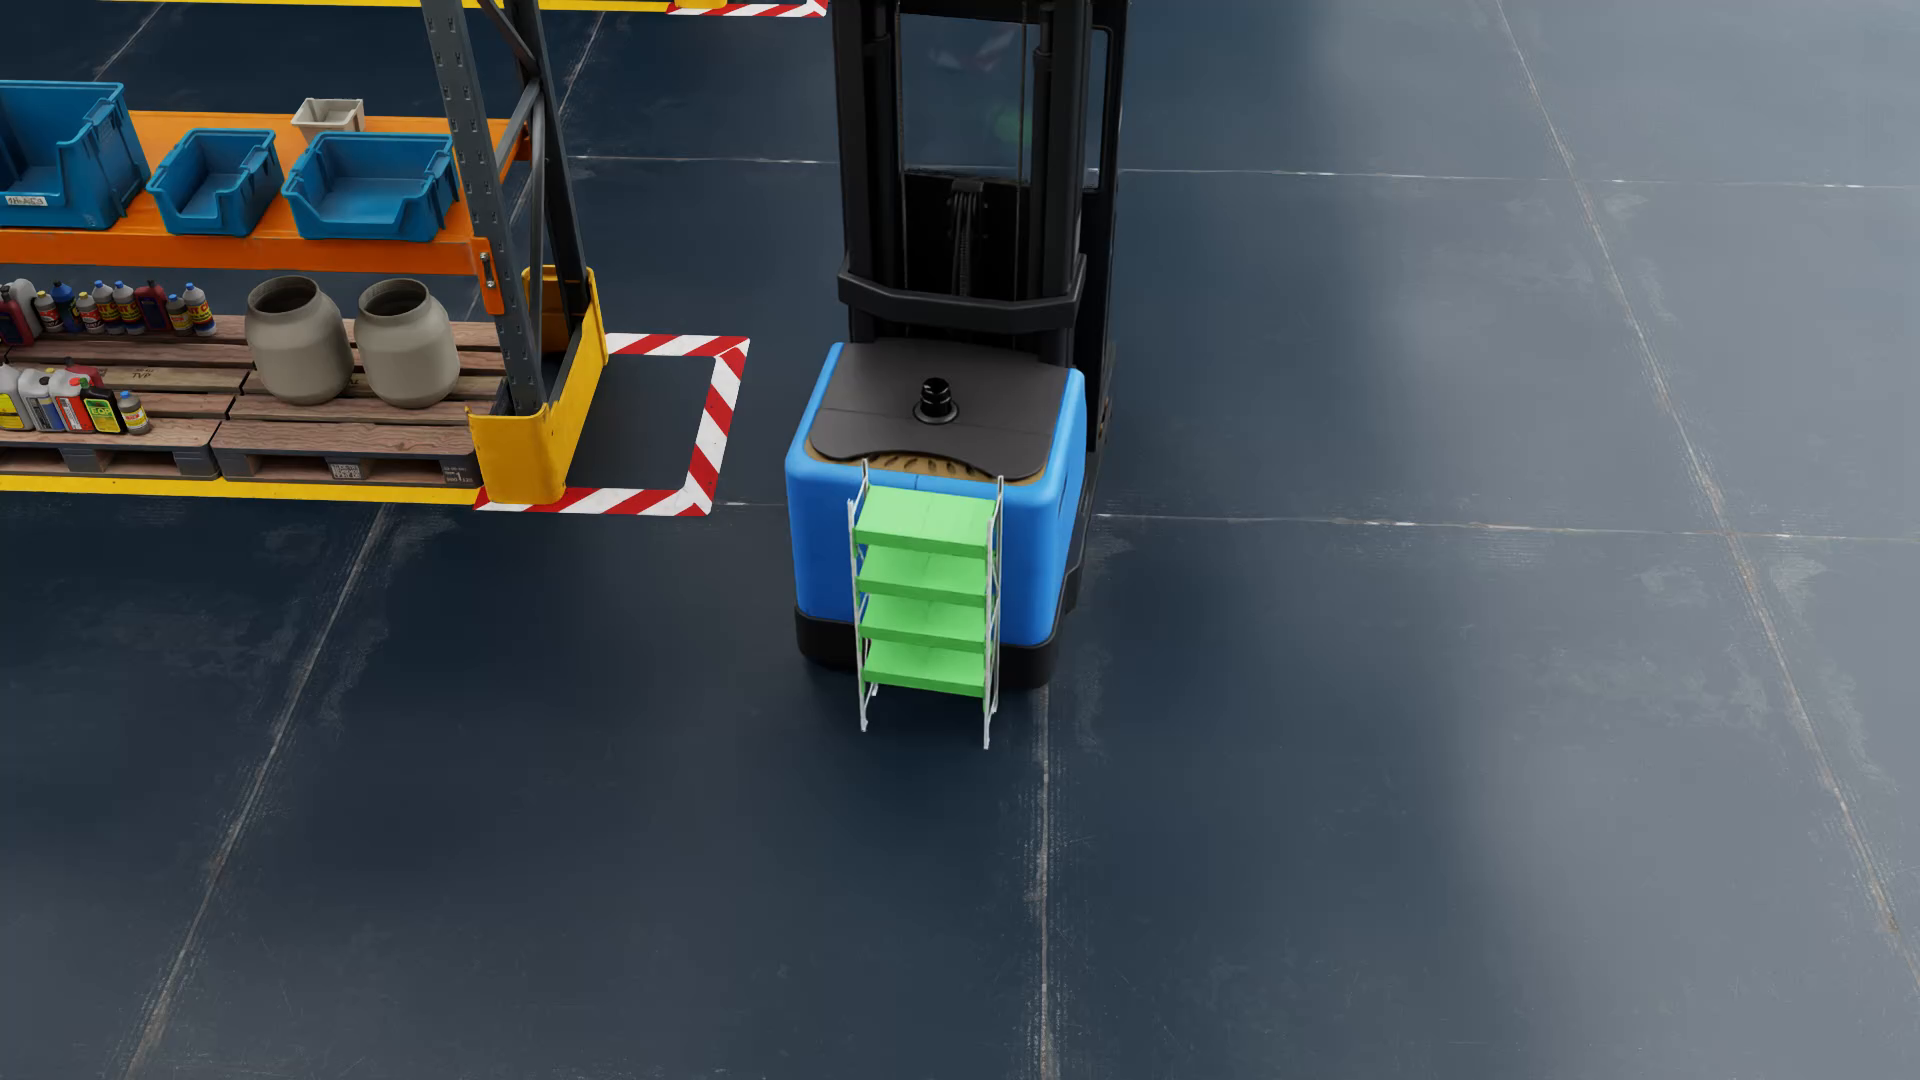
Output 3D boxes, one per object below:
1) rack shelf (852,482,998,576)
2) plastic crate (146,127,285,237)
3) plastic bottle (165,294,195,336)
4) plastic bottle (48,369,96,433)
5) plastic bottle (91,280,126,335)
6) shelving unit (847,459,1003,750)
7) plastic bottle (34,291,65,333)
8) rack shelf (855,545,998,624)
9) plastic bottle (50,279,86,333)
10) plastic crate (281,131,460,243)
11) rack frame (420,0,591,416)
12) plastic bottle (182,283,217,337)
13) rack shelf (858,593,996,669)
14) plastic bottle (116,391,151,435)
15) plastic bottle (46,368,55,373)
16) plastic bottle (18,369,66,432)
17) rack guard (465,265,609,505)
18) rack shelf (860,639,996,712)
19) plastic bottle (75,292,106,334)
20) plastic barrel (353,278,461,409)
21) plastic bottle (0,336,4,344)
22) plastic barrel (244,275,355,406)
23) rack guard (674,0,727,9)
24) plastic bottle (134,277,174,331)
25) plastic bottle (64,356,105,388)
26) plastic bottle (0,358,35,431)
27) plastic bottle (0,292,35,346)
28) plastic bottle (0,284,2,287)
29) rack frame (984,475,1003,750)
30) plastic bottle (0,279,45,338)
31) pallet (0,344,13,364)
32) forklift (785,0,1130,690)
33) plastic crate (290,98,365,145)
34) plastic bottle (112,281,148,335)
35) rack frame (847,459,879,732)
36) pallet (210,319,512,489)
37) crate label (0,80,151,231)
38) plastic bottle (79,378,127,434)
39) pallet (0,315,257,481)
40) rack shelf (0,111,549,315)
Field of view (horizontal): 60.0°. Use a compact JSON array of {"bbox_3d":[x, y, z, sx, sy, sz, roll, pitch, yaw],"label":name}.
[{"bbox_3d":[-0.118,-0.041,5.889,0.480,0.148,0.258,7,43,8],"label":"rack shelf"},{"bbox_3d":[-3.036,-1.468,6.820,0.408,0.251,0.499,2,43,2],"label":"plastic crate"},{"bbox_3d":[-3.775,-1.095,8.041,0.097,0.201,0.097,0,43,0],"label":"plastic bottle"},{"bbox_3d":[-3.979,-0.636,7.493,0.135,0.276,0.152,2,43,2],"label":"plastic bottle"},{"bbox_3d":[-4.114,-1.131,8.028,0.097,0.271,0.097,0,43,0],"label":"plastic bottle"},{"bbox_3d":[-0.118,0.263,6.173,0.503,1.200,0.258,7,43,8],"label":"shelving unit"},{"bbox_3d":[-4.418,-1.115,8.062,0.097,0.201,0.097,0,43,0],"label":"plastic bottle"},{"bbox_3d":[-0.118,0.134,6.053,0.480,0.148,0.258,7,43,8],"label":"rack shelf"},{"bbox_3d":[-4.316,-1.137,8.035,0.097,0.271,0.097,0,43,0],"label":"plastic bottle"},{"bbox_3d":[-2.388,-1.444,6.794,0.616,0.251,0.499,2,43,2],"label":"plastic crate"},{"bbox_3d":[-1.874,-1.687,6.946,0.127,3.000,1.000,2,43,2],"label":"rack frame"},{"bbox_3d":[-3.672,-1.118,8.013,0.097,0.271,0.097,0,43,0],"label":"plastic bottle"},{"bbox_3d":[-0.118,0.310,6.216,0.480,0.148,0.258,7,43,8],"label":"rack shelf"},{"bbox_3d":[-3.729,-0.582,7.490,0.097,0.201,0.097,0,43,0],"label":"plastic bottle"},{"bbox_3d":[-4.131,-0.698,7.614,0.097,0.201,0.097,0,43,0],"label":"plastic bottle"},{"bbox_3d":[-4.118,-0.640,7.497,0.135,0.276,0.152,1,43,1],"label":"plastic bottle"},{"bbox_3d":[-1.952,-0.743,7.766,0.348,0.500,1.175,2,43,2],"label":"rack guard"},{"bbox_3d":[-0.118,0.485,6.380,0.480,0.148,0.258,7,43,8],"label":"rack shelf"},{"bbox_3d":[-4.213,-1.109,8.055,0.097,0.201,0.097,0,43,0],"label":"plastic bottle"},{"bbox_3d":[-2.535,-0.899,7.616,0.421,0.512,0.421,0,43,0],"label":"plastic barrel"},{"bbox_3d":[-4.679,-1.067,7.950,0.133,0.283,0.061,2,43,2],"label":"plastic bottle"},{"bbox_3d":[-3.036,-0.914,7.633,0.421,0.512,0.421,0,43,0],"label":"plastic barrel"},{"bbox_3d":[-1.727,-4.147,11.421,0.348,0.500,1.175,2,43,2],"label":"rack guard"},{"bbox_3d":[-3.897,-1.141,8.030,0.133,0.283,0.061,2,43,3],"label":"plastic bottle"},{"bbox_3d":[-3.975,-0.711,7.568,0.133,0.283,0.061,2,43,2],"label":"plastic bottle"},{"bbox_3d":[-4.284,-0.670,7.474,0.185,0.351,0.144,3,43,4],"label":"plastic bottle"},{"bbox_3d":[-4.542,-1.057,7.940,0.133,0.283,0.061,2,43,2],"label":"plastic bottle"},{"bbox_3d":[-4.700,-1.162,8.003,0.185,0.351,0.144,2,43,2],"label":"plastic bottle"},{"bbox_3d":[0.122,0.294,6.140,0.015,1.200,0.240,7,43,8],"label":"rack frame"},{"bbox_3d":[-4.537,-1.127,8.020,0.135,0.276,0.152,2,43,3],"label":"plastic bottle"},{"bbox_3d":[-5.201,-0.741,7.975,1.213,0.211,1.003,2,43,2],"label":"pallet"},{"bbox_3d":[0.117,-1.494,6.788,1.130,2.935,3.031,7,43,8],"label":"forklift"},{"bbox_3d":[-2.754,-1.837,7.300,0.250,0.136,0.298,2,43,2],"label":"plastic crate"},{"bbox_3d":[-4.014,-1.128,8.025,0.097,0.271,0.097,0,43,0],"label":"plastic bottle"},{"bbox_3d":[-0.358,0.232,6.206,0.015,1.200,0.240,7,43,8],"label":"rack frame"},{"bbox_3d":[-2.764,-0.666,7.895,1.213,0.211,1.003,2,43,2],"label":"pallet"},{"bbox_3d":[-3.725,-1.572,6.797,0.616,0.435,0.502,2,43,2],"label":"crate label"},{"bbox_3d":[-3.846,-0.603,7.452,0.133,0.283,0.061,3,43,3],"label":"plastic bottle"},{"bbox_3d":[-3.979,-0.705,7.937,1.213,0.211,1.003,2,43,2],"label":"pallet"},{"bbox_3d":[-3.872,-1.485,7.257,4.000,0.370,1.077,2,43,2],"label":"rack shelf"}]
